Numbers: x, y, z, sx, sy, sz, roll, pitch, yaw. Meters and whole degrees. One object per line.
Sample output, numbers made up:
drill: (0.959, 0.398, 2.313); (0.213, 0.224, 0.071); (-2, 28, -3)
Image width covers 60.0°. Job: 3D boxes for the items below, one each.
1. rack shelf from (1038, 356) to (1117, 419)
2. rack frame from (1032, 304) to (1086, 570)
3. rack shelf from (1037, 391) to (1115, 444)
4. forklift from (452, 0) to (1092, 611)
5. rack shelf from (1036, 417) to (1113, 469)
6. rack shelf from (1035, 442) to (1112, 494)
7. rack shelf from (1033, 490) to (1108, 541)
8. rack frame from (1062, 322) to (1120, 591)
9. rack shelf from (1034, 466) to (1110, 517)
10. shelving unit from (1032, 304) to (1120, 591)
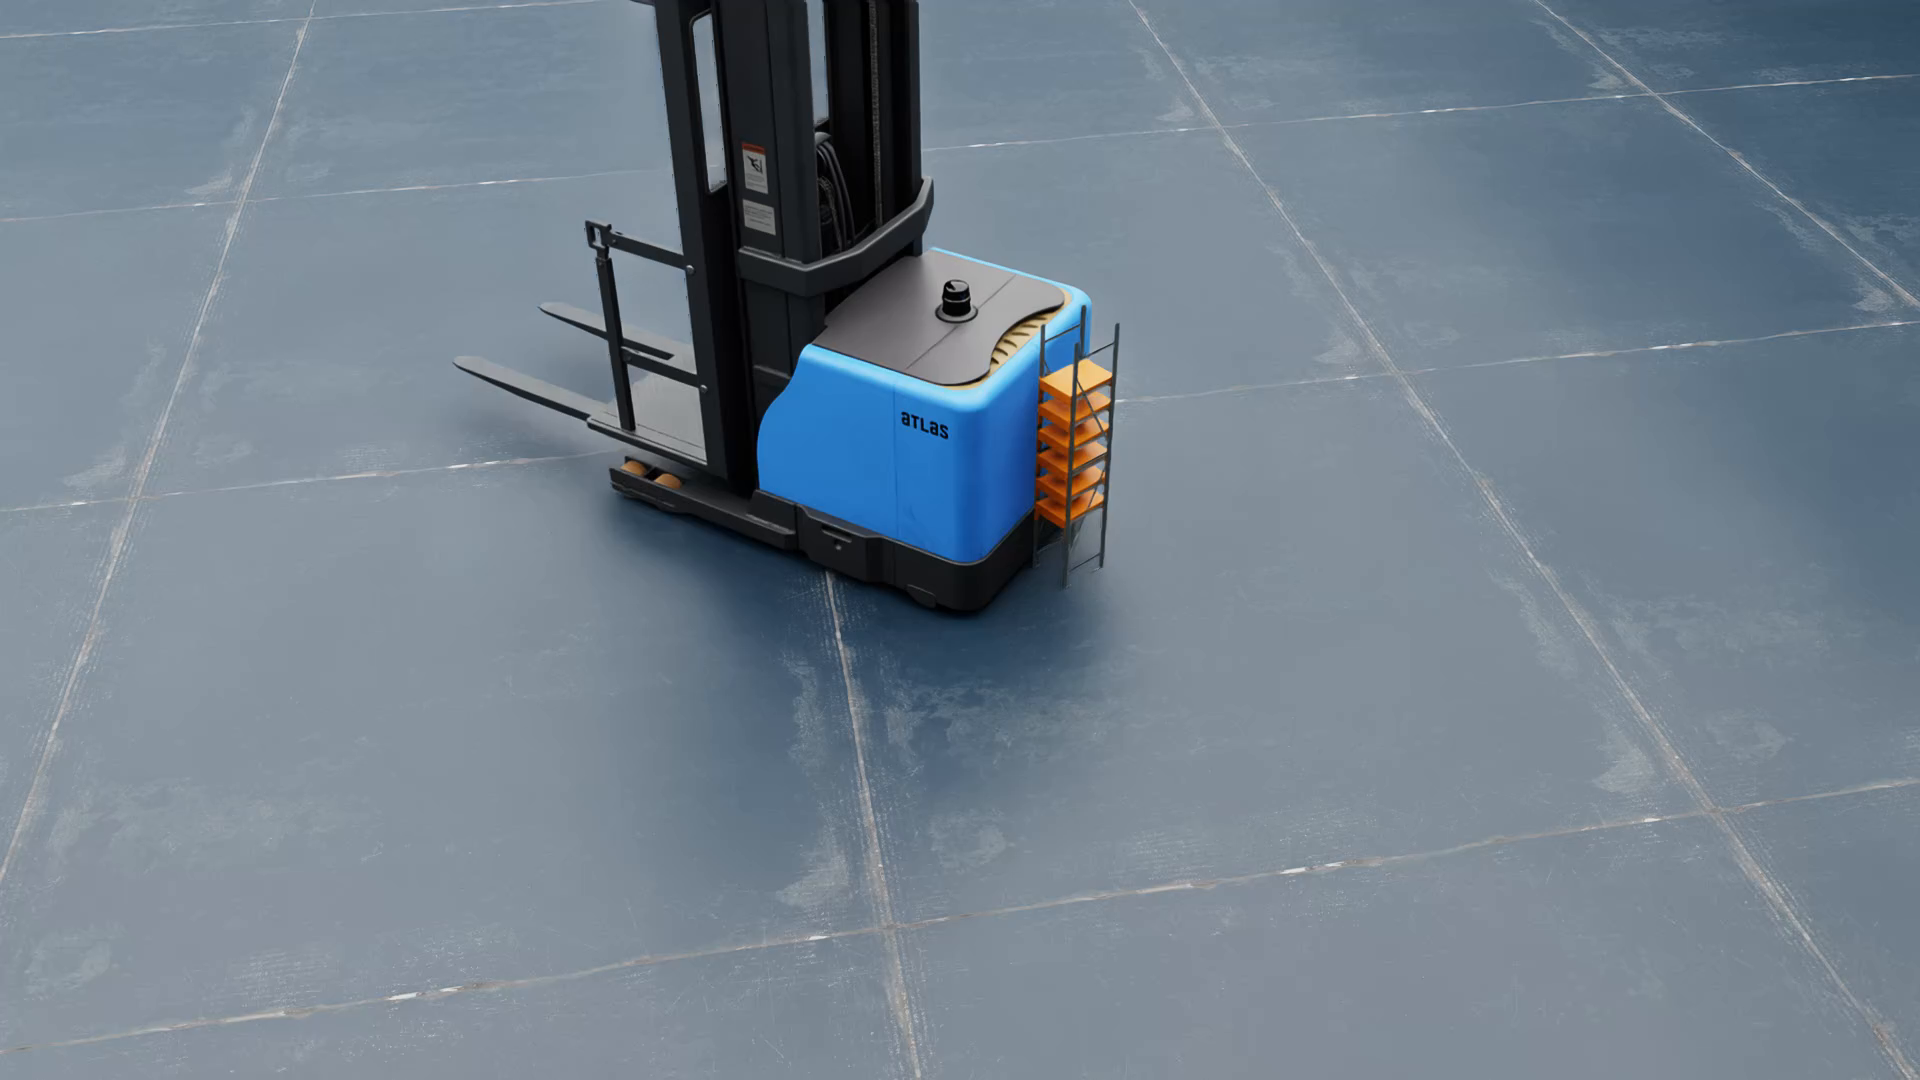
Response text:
rack shelf: (0.460, -0.602, 6.533); (0.258, 0.103, 0.180); (-28, 46, -32)
rack frame: (0.399, -0.395, 6.780); (0.240, 1.200, 0.006); (-28, 46, -32)
rack shelf: (0.460, -0.507, 6.606); (0.258, 0.103, 0.180); (-28, 46, -32)
forklift: (-0.973, -1.540, 6.844); (3.031, 2.935, 1.130); (20, 42, 24)
rack shelf: (0.460, -0.413, 6.680); (0.258, 0.103, 0.180); (-28, 46, -32)
rack shelf: (0.460, -0.318, 6.753); (0.258, 0.103, 0.180); (-28, 46, -32)
rack shelf: (0.460, -0.128, 6.901); (0.258, 0.103, 0.180); (-28, 46, -32)
rack frame: (0.521, -0.311, 6.672); (0.240, 1.200, 0.006); (-28, 46, -32)
rack shelf: (0.460, -0.223, 6.827); (0.258, 0.103, 0.180); (-28, 46, -32)
shelving unit: (0.460, -0.353, 6.726); (0.258, 1.200, 0.189); (-28, 46, -32)
